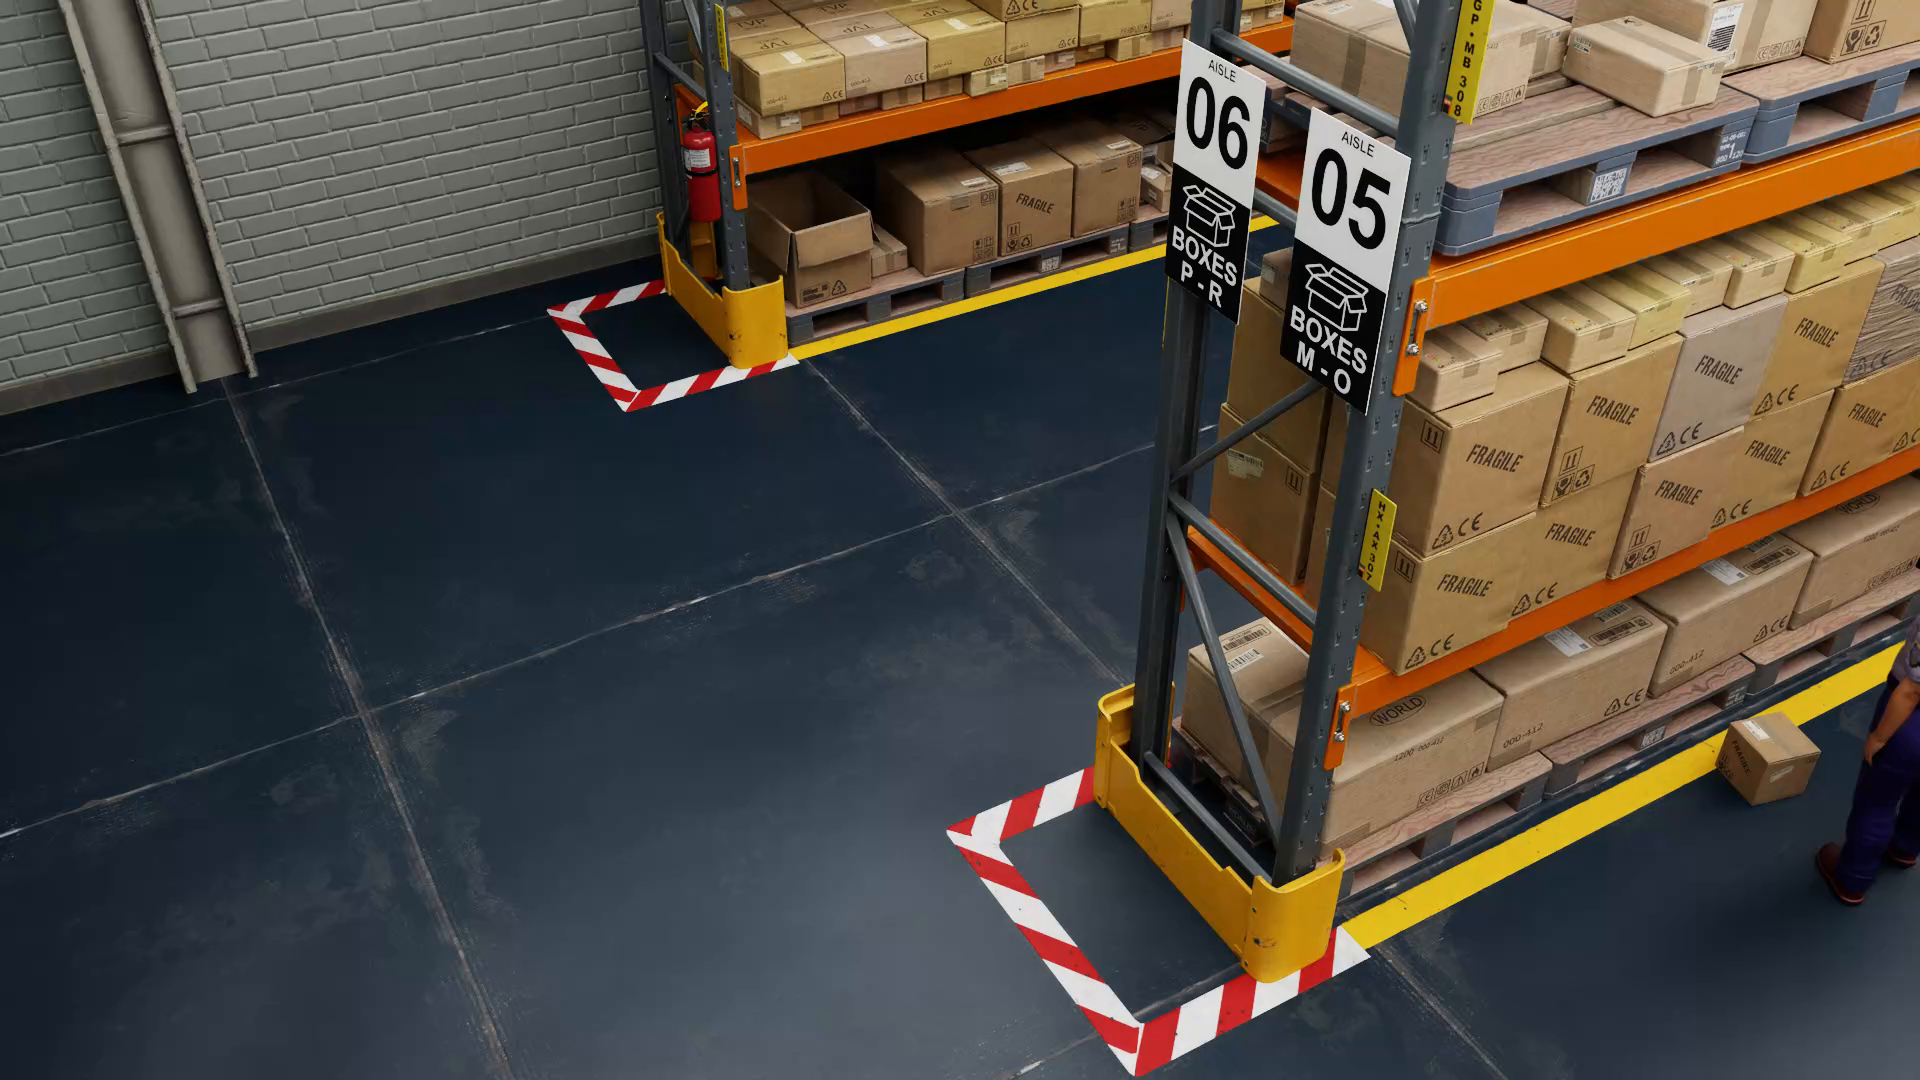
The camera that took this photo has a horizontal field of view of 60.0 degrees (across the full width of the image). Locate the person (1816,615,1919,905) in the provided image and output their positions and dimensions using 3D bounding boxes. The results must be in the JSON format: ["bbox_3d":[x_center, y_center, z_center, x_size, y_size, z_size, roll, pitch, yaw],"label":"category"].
[{"bbox_3d":[3.557,0.637,6.098,0.568,1.656,0.467,-4,37,-5],"label":"person"}]
